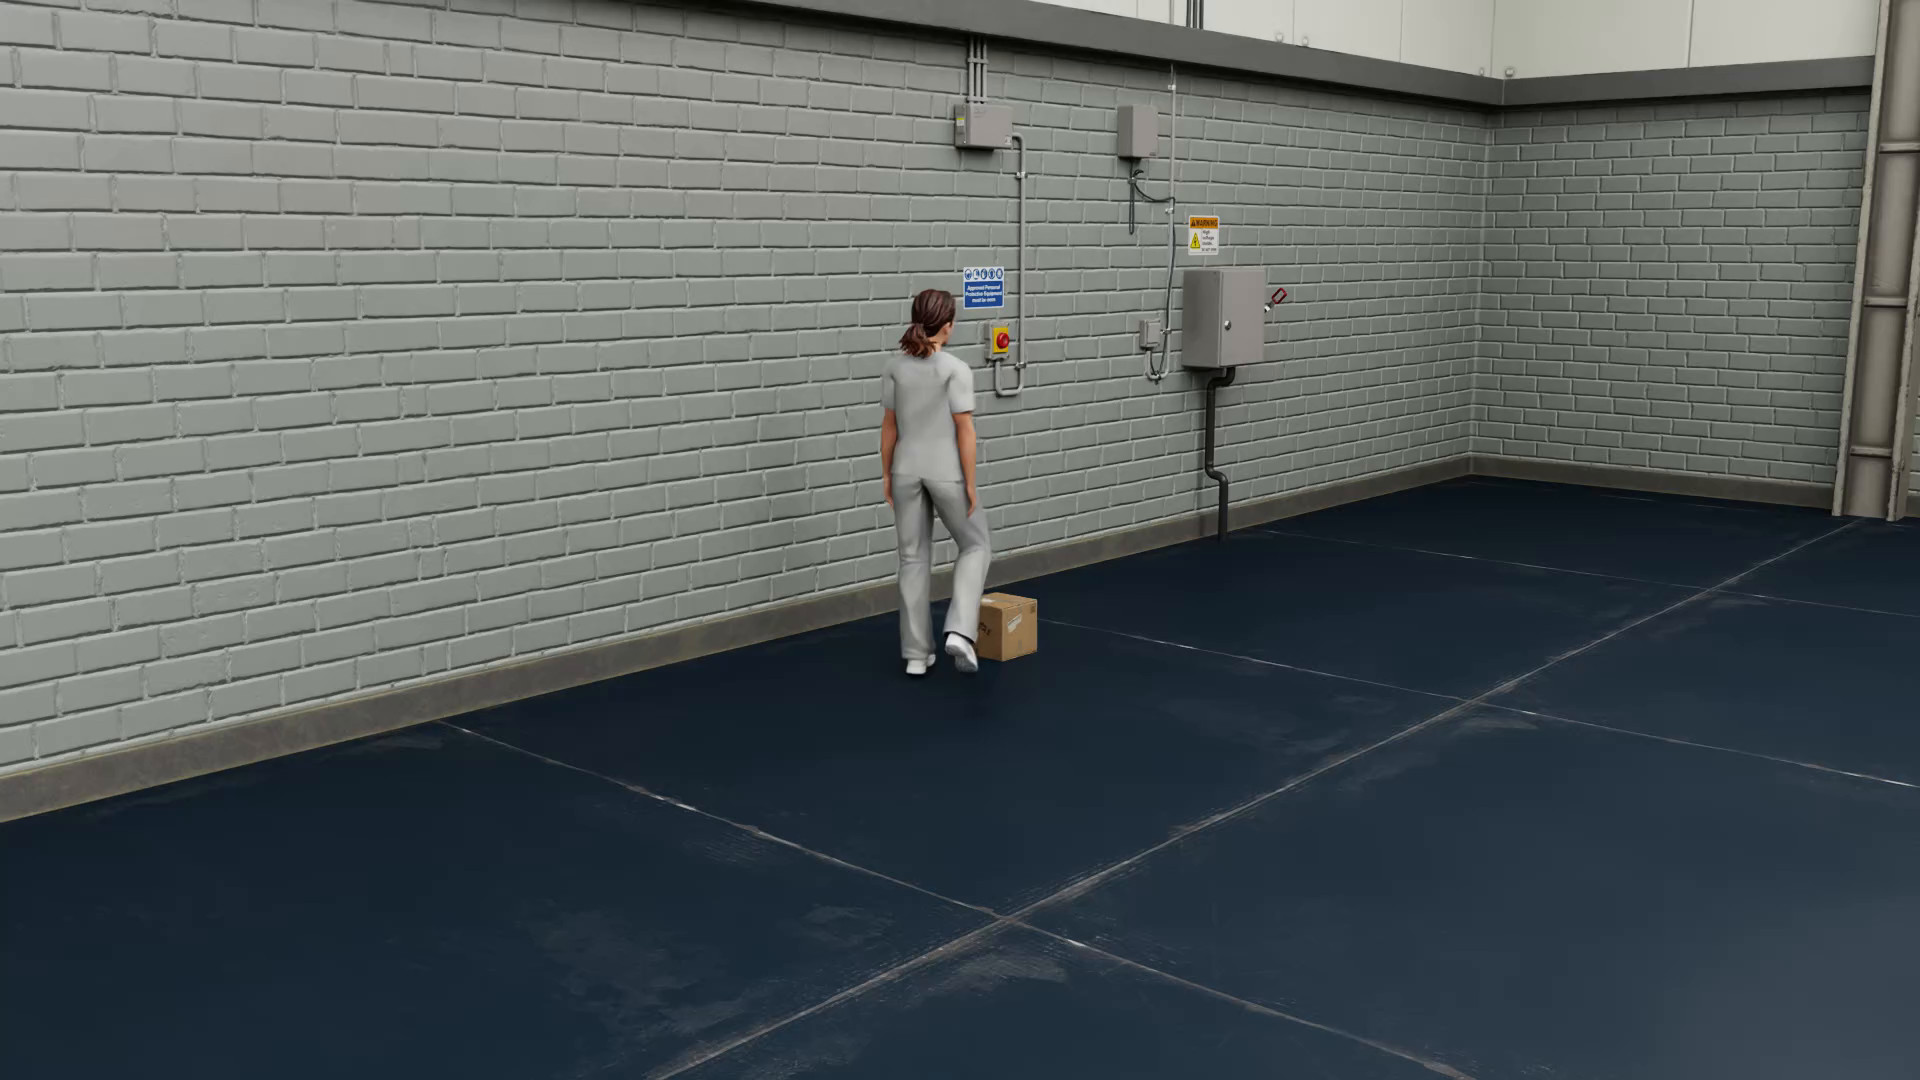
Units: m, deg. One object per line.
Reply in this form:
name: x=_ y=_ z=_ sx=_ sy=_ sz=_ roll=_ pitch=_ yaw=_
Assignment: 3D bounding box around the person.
person: x=-0.120 y=-0.243 z=7.237 sx=0.460 sy=1.684 sz=0.434 roll=4 pitch=11 yaw=20
